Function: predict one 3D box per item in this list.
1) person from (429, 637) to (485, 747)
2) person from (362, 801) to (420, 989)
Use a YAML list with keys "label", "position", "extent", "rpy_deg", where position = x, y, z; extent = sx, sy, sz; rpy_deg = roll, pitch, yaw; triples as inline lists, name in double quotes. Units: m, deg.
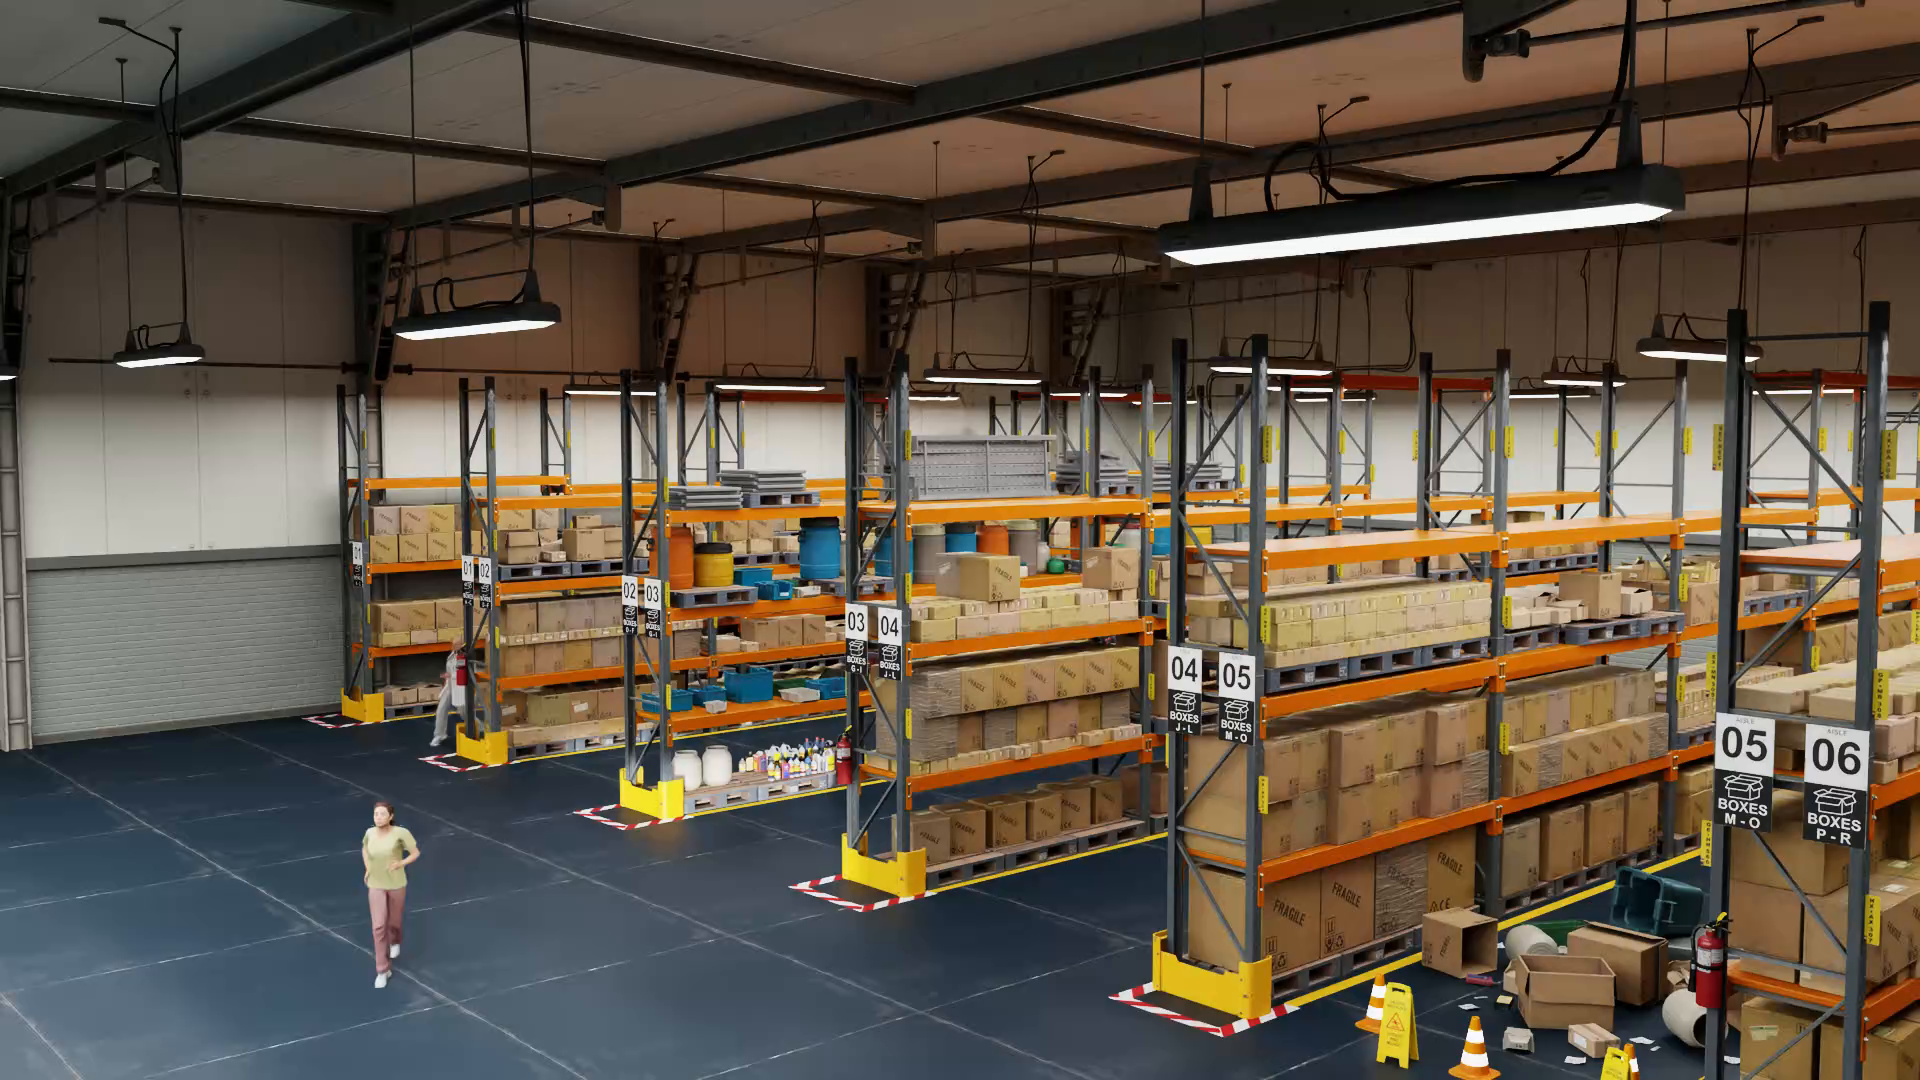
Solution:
- label: "person"
  position: [-8.249, 2.496, 27.448]
  extent: [0.717, 1.814, 0.975]
  rpy_deg: [3, 5, 41]
- label: "person"
  position: [-5.405, 3.296, 15.769]
  extent: [0.565, 1.680, 0.889]
  rpy_deg: [0, 4, -7]
